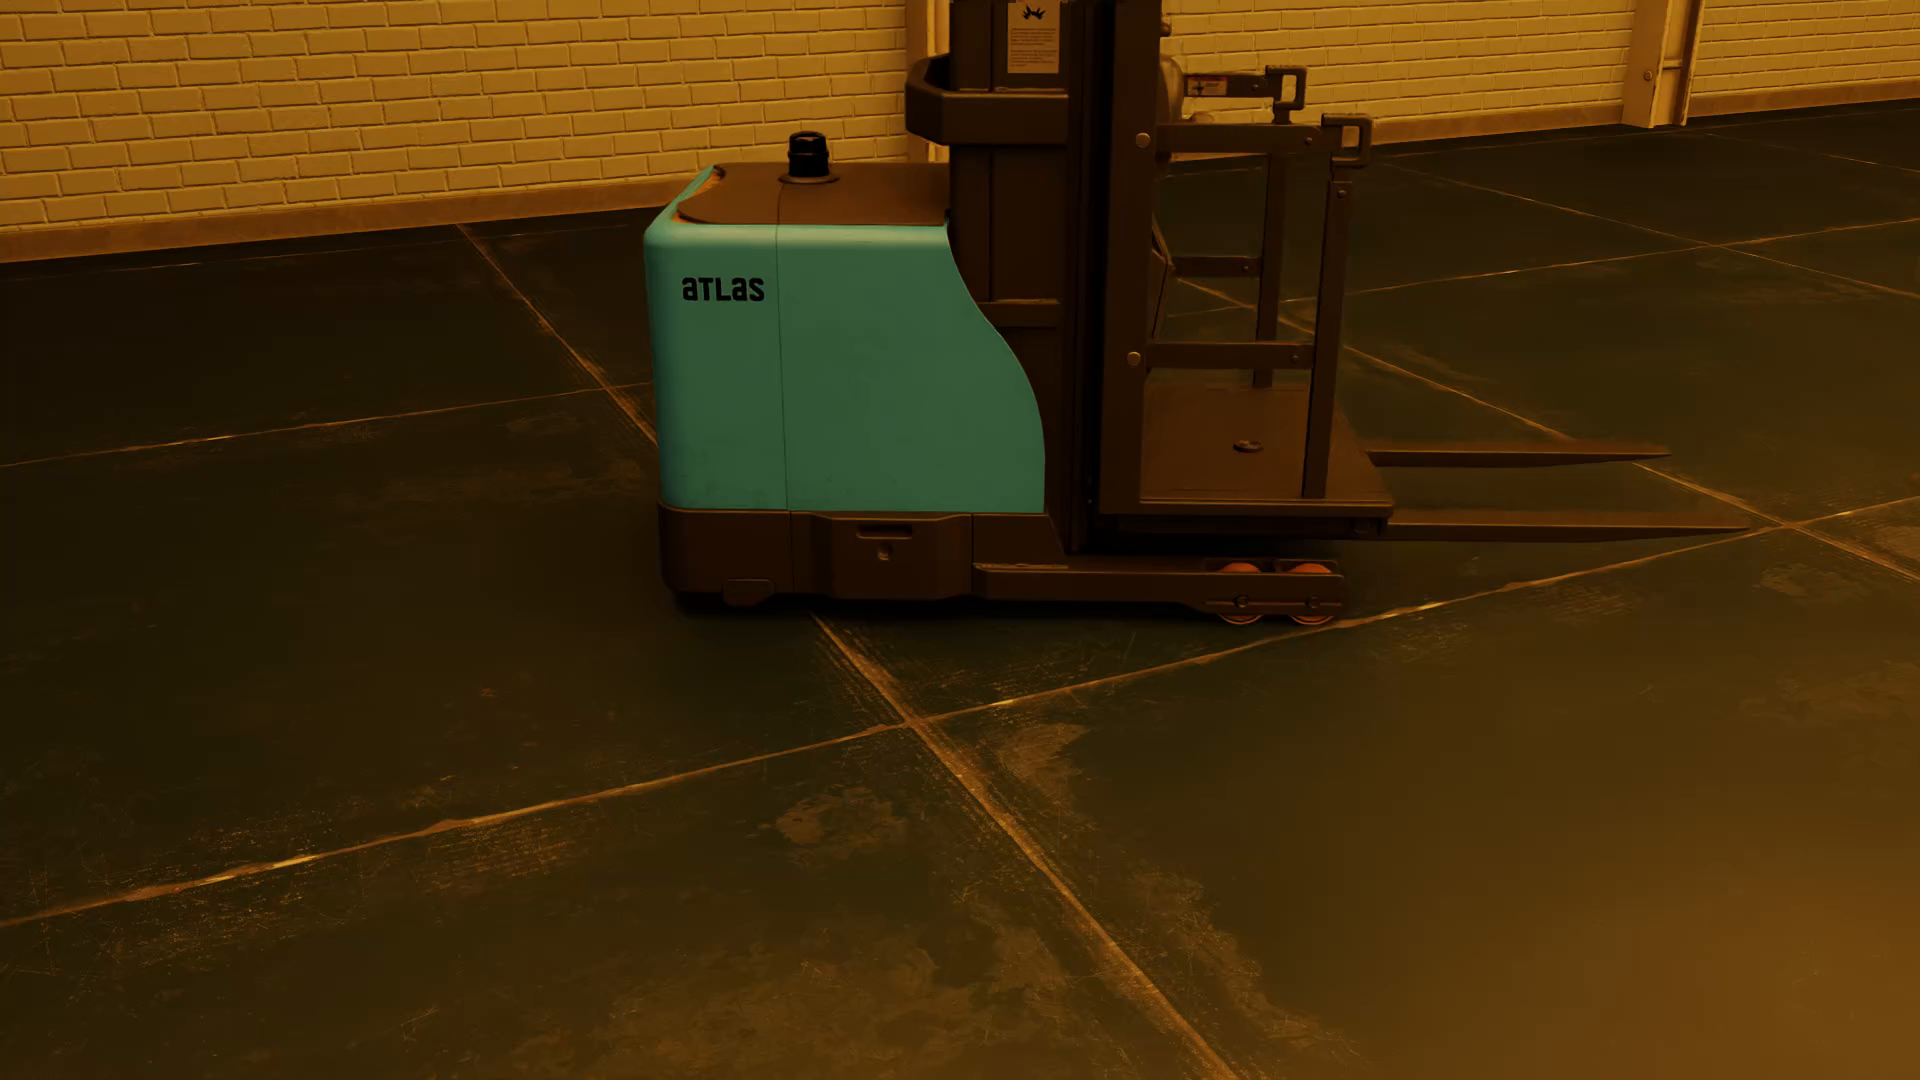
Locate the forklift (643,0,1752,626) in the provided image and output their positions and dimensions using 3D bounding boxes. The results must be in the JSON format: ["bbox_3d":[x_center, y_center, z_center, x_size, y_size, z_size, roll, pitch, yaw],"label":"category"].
[{"bbox_3d":[0.694,-1.328,4.482,3.031,2.935,1.130,1,23,2],"label":"forklift"}]
